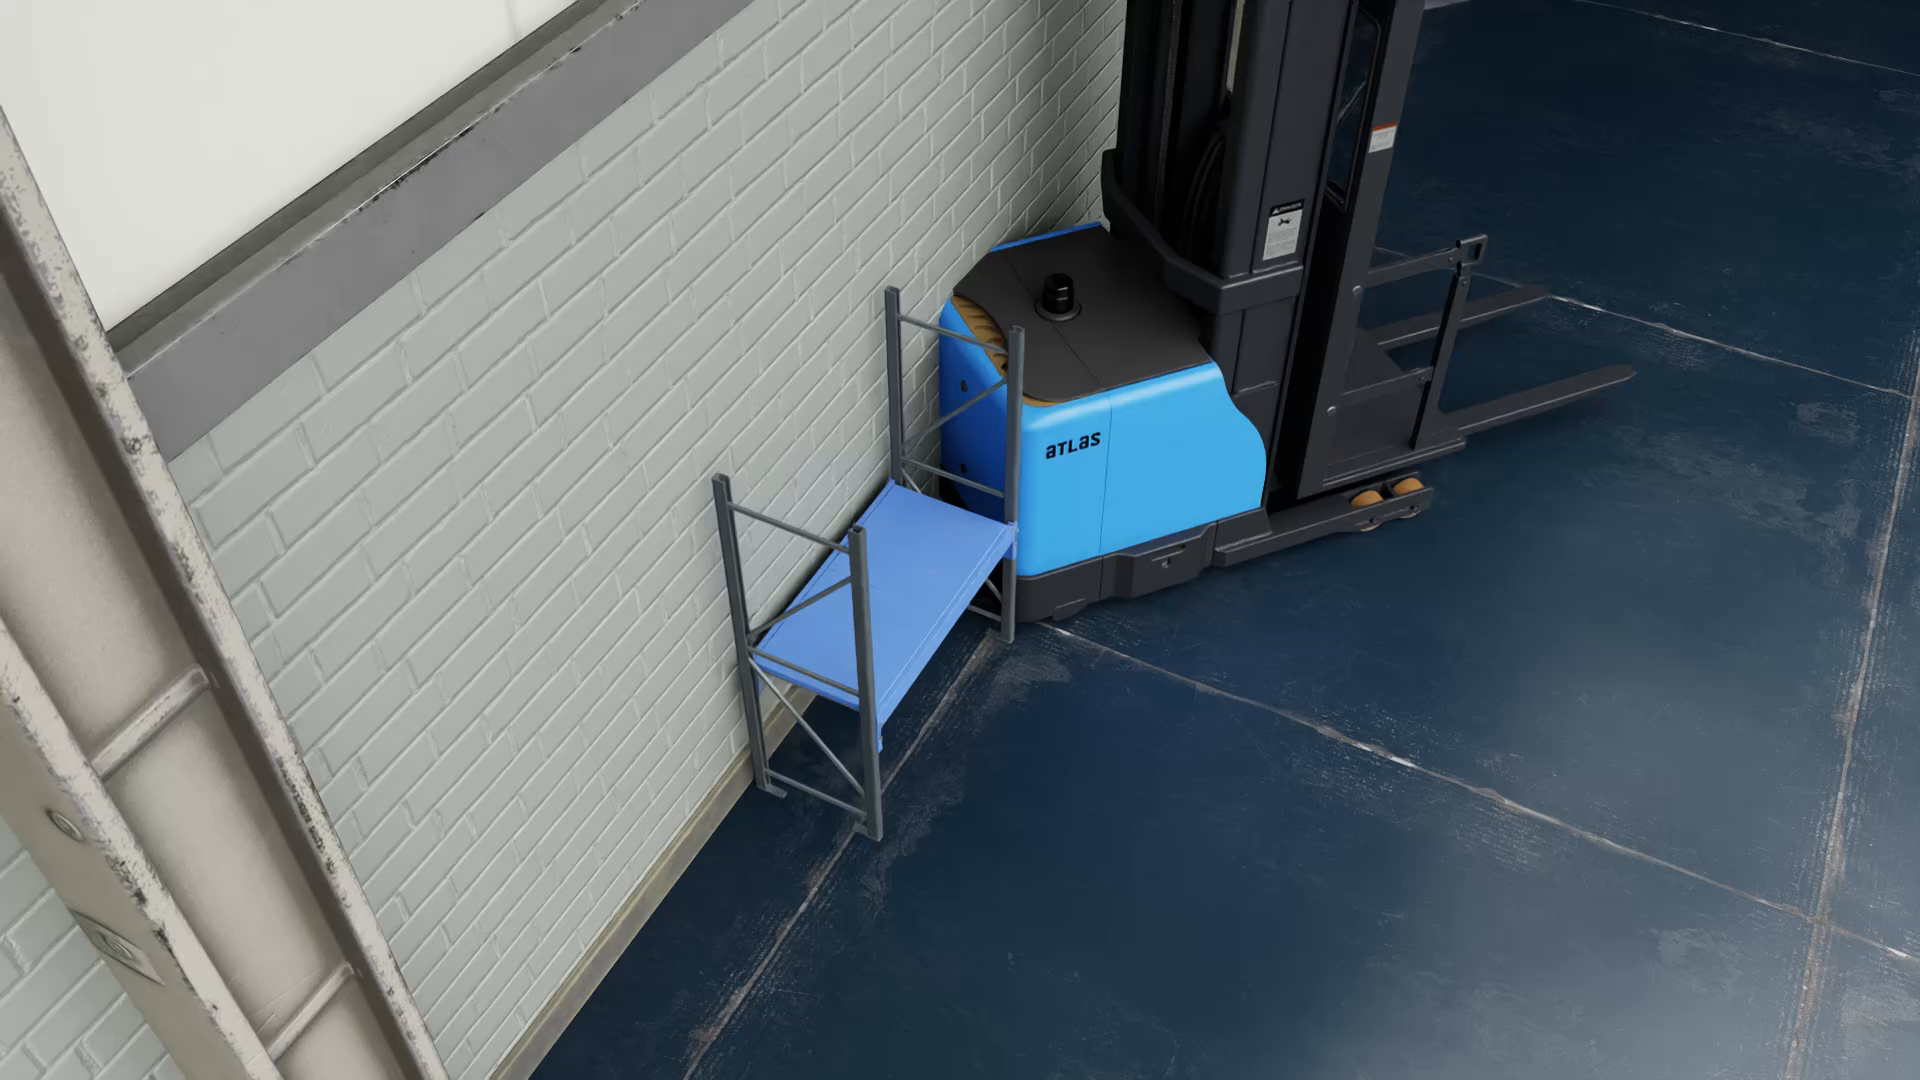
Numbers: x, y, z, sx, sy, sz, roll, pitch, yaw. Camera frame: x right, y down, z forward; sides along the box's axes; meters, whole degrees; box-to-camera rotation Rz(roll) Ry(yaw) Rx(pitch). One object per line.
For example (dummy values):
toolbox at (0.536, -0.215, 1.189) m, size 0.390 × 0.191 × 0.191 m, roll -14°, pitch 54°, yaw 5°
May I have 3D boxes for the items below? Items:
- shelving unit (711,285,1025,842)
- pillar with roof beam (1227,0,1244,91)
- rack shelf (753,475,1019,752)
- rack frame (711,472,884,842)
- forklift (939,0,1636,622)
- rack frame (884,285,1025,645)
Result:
shelving unit at (-0.257, 0.101, 5.596) m, size 0.538 × 1.500 × 1.048 m, roll 20°, pitch 49°, yaw 19°
pillar with roof beam at (5.105, -3.463, 3.846) m, size 9.100 × 9.000 × 0.400 m, roll 20°, pitch 49°, yaw 19°
rack shelf at (-0.257, 0.227, 5.724) m, size 0.538 × 0.185 × 1.000 m, roll 20°, pitch 49°, yaw 19°
rack frame at (-0.493, 0.421, 5.279) m, size 0.500 × 1.500 × 0.032 m, roll 20°, pitch 49°, yaw 19°
forklift at (1.385, -1.399, 6.072) m, size 3.031 × 2.935 × 1.130 m, roll -16°, pitch 48°, yaw -16°
rack frame at (-0.021, -0.219, 5.912) m, size 0.500 × 1.500 × 0.032 m, roll 20°, pitch 49°, yaw 19°
